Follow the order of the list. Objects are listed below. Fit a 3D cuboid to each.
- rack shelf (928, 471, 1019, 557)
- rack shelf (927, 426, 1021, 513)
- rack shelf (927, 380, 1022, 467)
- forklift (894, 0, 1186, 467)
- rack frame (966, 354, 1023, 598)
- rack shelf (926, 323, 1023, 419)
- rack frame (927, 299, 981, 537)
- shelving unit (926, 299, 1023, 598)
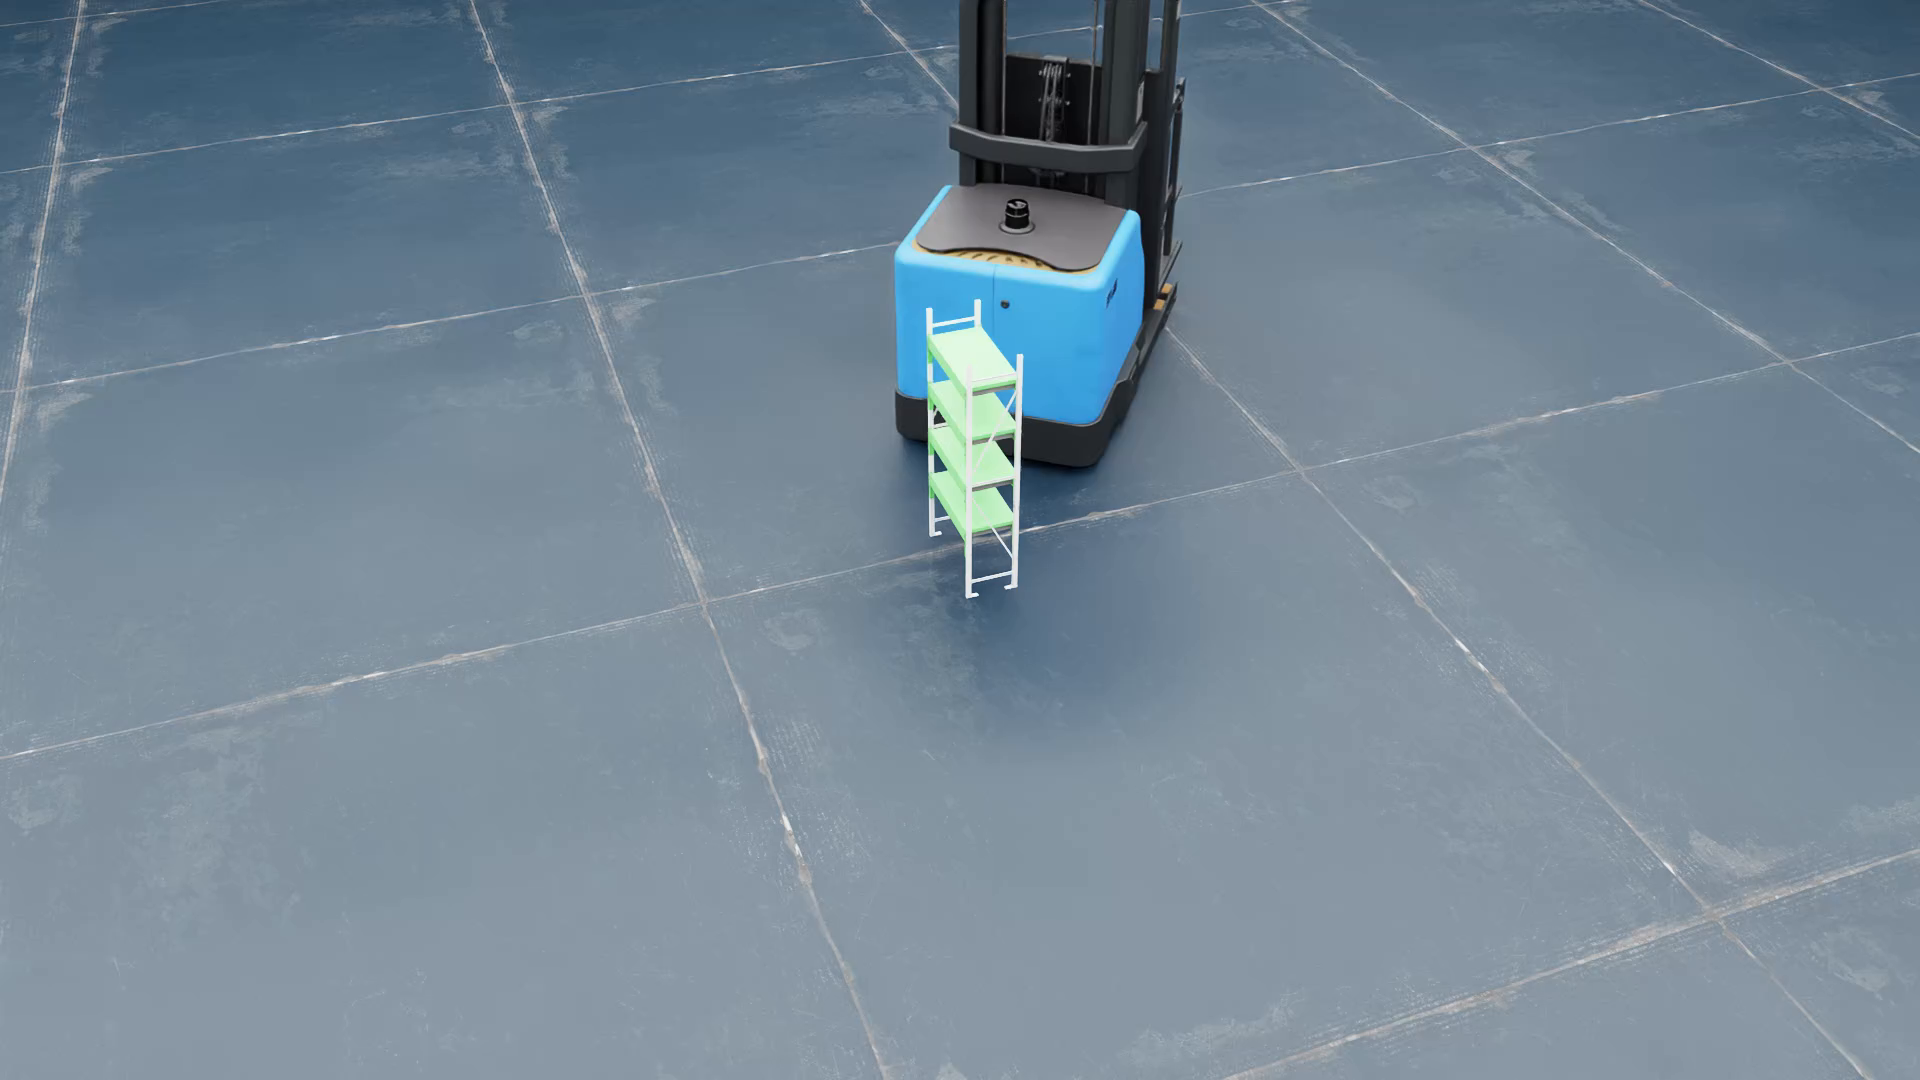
[{"bbox_3d":[0.057,-0.143,7.448,0.258,0.148,0.480,-12,39,-16],"label":"rack shelf"},{"bbox_3d":[0.057,-0.335,7.303,0.258,0.148,0.480,-12,39,-16],"label":"rack shelf"},{"bbox_3d":[0.057,-0.526,7.159,0.258,0.148,0.480,-12,39,-16],"label":"rack shelf"},{"bbox_3d":[0.603,-2.416,8.521,1.130,2.935,3.031,11,38,14],"label":"forklift"},{"bbox_3d":[0.141,-0.248,7.082,0.240,1.200,0.015,-12,39,-16],"label":"rack frame"},{"bbox_3d":[0.057,-0.718,7.015,0.258,0.148,0.480,-12,39,-16],"label":"rack shelf"},{"bbox_3d":[-0.027,-0.524,7.448,0.240,1.200,0.015,-12,39,-16],"label":"rack frame"},{"bbox_3d":[0.057,-0.386,7.265,0.258,1.200,0.503,-12,39,-16],"label":"shelving unit"}]
